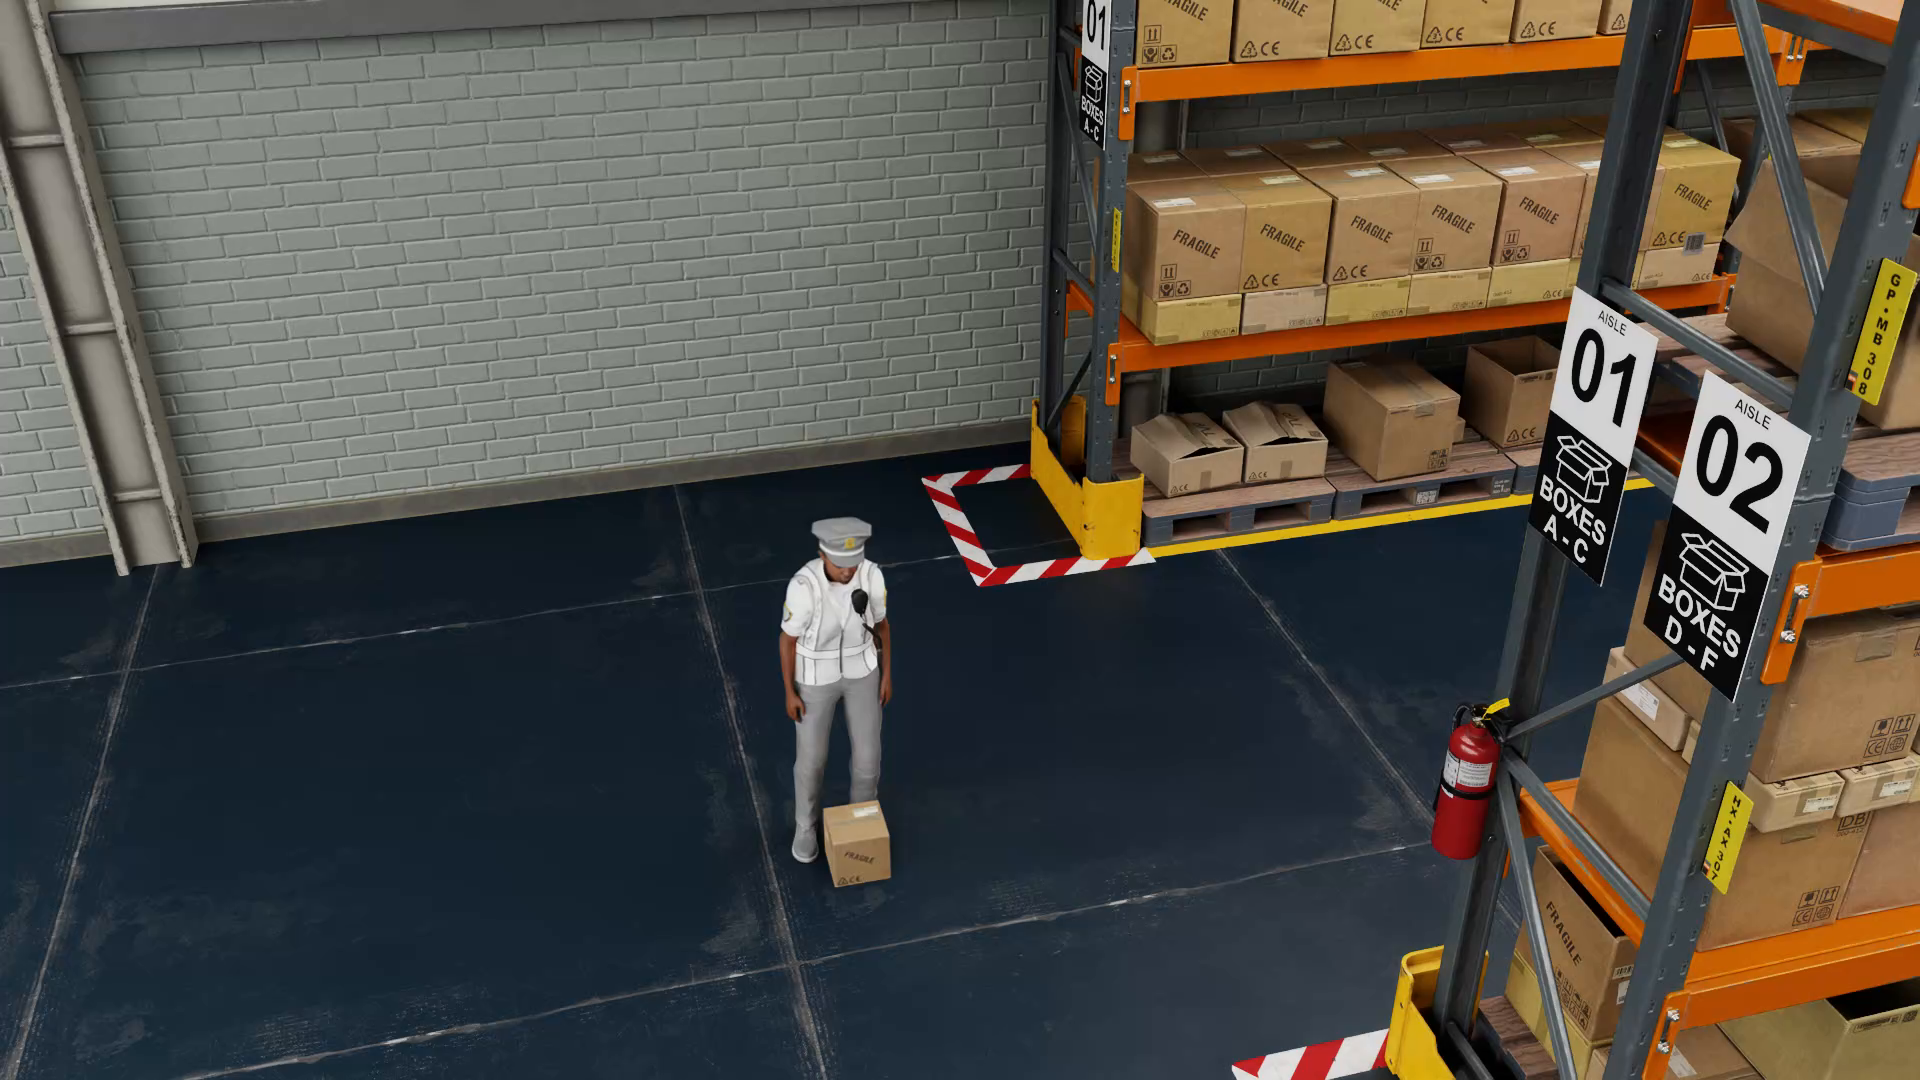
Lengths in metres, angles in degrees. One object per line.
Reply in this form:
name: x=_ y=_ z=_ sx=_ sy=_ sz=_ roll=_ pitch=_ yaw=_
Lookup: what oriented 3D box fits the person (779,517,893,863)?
person: x=-0.533 y=0.620 z=7.181 sx=0.512 sy=1.656 sz=0.395 roll=-9 pitch=32 yaw=-15
